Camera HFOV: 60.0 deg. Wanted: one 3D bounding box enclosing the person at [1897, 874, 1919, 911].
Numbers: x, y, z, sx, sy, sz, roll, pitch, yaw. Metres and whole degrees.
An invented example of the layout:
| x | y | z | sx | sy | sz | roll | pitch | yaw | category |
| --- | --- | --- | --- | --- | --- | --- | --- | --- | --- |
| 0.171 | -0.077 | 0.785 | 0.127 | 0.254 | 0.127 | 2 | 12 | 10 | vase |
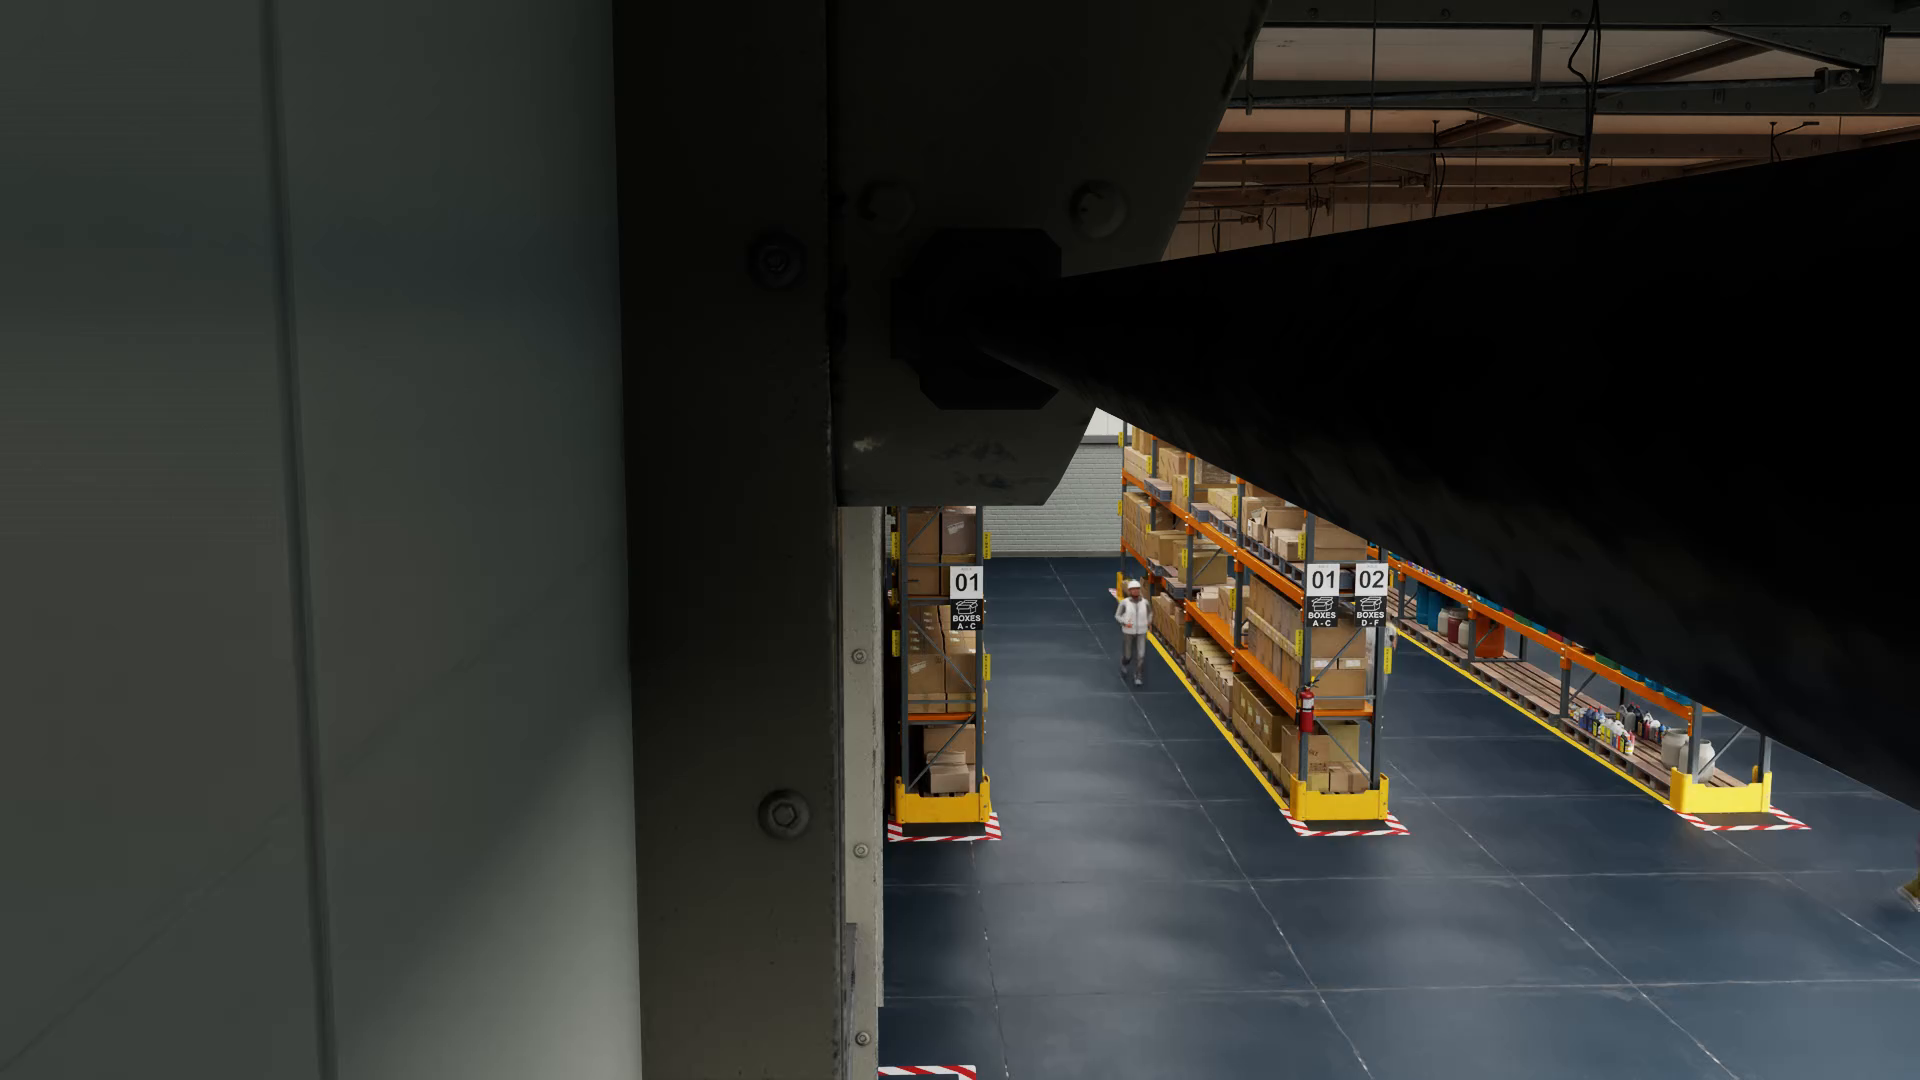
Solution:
| x | y | z | sx | sy | sz | roll | pitch | yaw | category |
| --- | --- | --- | --- | --- | --- | --- | --- | --- | --- |
| 10.322 | 3.118 | 17.175 | 1.065 | 1.743 | 0.755 | 3 | 8 | 19 | person |

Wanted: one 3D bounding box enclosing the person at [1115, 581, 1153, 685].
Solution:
| x | y | z | sx | sy | sz | roll | pitch | yaw | category |
| --- | --- | --- | --- | --- | --- | --- | --- | --- | --- |
| 2.947 | 1.546 | 28.019 | 0.669 | 1.733 | 0.760 | -1 | 8 | -6 | person |

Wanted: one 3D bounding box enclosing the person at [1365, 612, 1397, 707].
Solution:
| x | y | z | sx | sy | sz | roll | pitch | yaw | category |
| --- | --- | --- | --- | --- | --- | --- | --- | --- | --- |
| 6.431 | 1.898 | 25.850 | 0.663 | 1.715 | 0.861 | -2 | 8 | -16 | person |
